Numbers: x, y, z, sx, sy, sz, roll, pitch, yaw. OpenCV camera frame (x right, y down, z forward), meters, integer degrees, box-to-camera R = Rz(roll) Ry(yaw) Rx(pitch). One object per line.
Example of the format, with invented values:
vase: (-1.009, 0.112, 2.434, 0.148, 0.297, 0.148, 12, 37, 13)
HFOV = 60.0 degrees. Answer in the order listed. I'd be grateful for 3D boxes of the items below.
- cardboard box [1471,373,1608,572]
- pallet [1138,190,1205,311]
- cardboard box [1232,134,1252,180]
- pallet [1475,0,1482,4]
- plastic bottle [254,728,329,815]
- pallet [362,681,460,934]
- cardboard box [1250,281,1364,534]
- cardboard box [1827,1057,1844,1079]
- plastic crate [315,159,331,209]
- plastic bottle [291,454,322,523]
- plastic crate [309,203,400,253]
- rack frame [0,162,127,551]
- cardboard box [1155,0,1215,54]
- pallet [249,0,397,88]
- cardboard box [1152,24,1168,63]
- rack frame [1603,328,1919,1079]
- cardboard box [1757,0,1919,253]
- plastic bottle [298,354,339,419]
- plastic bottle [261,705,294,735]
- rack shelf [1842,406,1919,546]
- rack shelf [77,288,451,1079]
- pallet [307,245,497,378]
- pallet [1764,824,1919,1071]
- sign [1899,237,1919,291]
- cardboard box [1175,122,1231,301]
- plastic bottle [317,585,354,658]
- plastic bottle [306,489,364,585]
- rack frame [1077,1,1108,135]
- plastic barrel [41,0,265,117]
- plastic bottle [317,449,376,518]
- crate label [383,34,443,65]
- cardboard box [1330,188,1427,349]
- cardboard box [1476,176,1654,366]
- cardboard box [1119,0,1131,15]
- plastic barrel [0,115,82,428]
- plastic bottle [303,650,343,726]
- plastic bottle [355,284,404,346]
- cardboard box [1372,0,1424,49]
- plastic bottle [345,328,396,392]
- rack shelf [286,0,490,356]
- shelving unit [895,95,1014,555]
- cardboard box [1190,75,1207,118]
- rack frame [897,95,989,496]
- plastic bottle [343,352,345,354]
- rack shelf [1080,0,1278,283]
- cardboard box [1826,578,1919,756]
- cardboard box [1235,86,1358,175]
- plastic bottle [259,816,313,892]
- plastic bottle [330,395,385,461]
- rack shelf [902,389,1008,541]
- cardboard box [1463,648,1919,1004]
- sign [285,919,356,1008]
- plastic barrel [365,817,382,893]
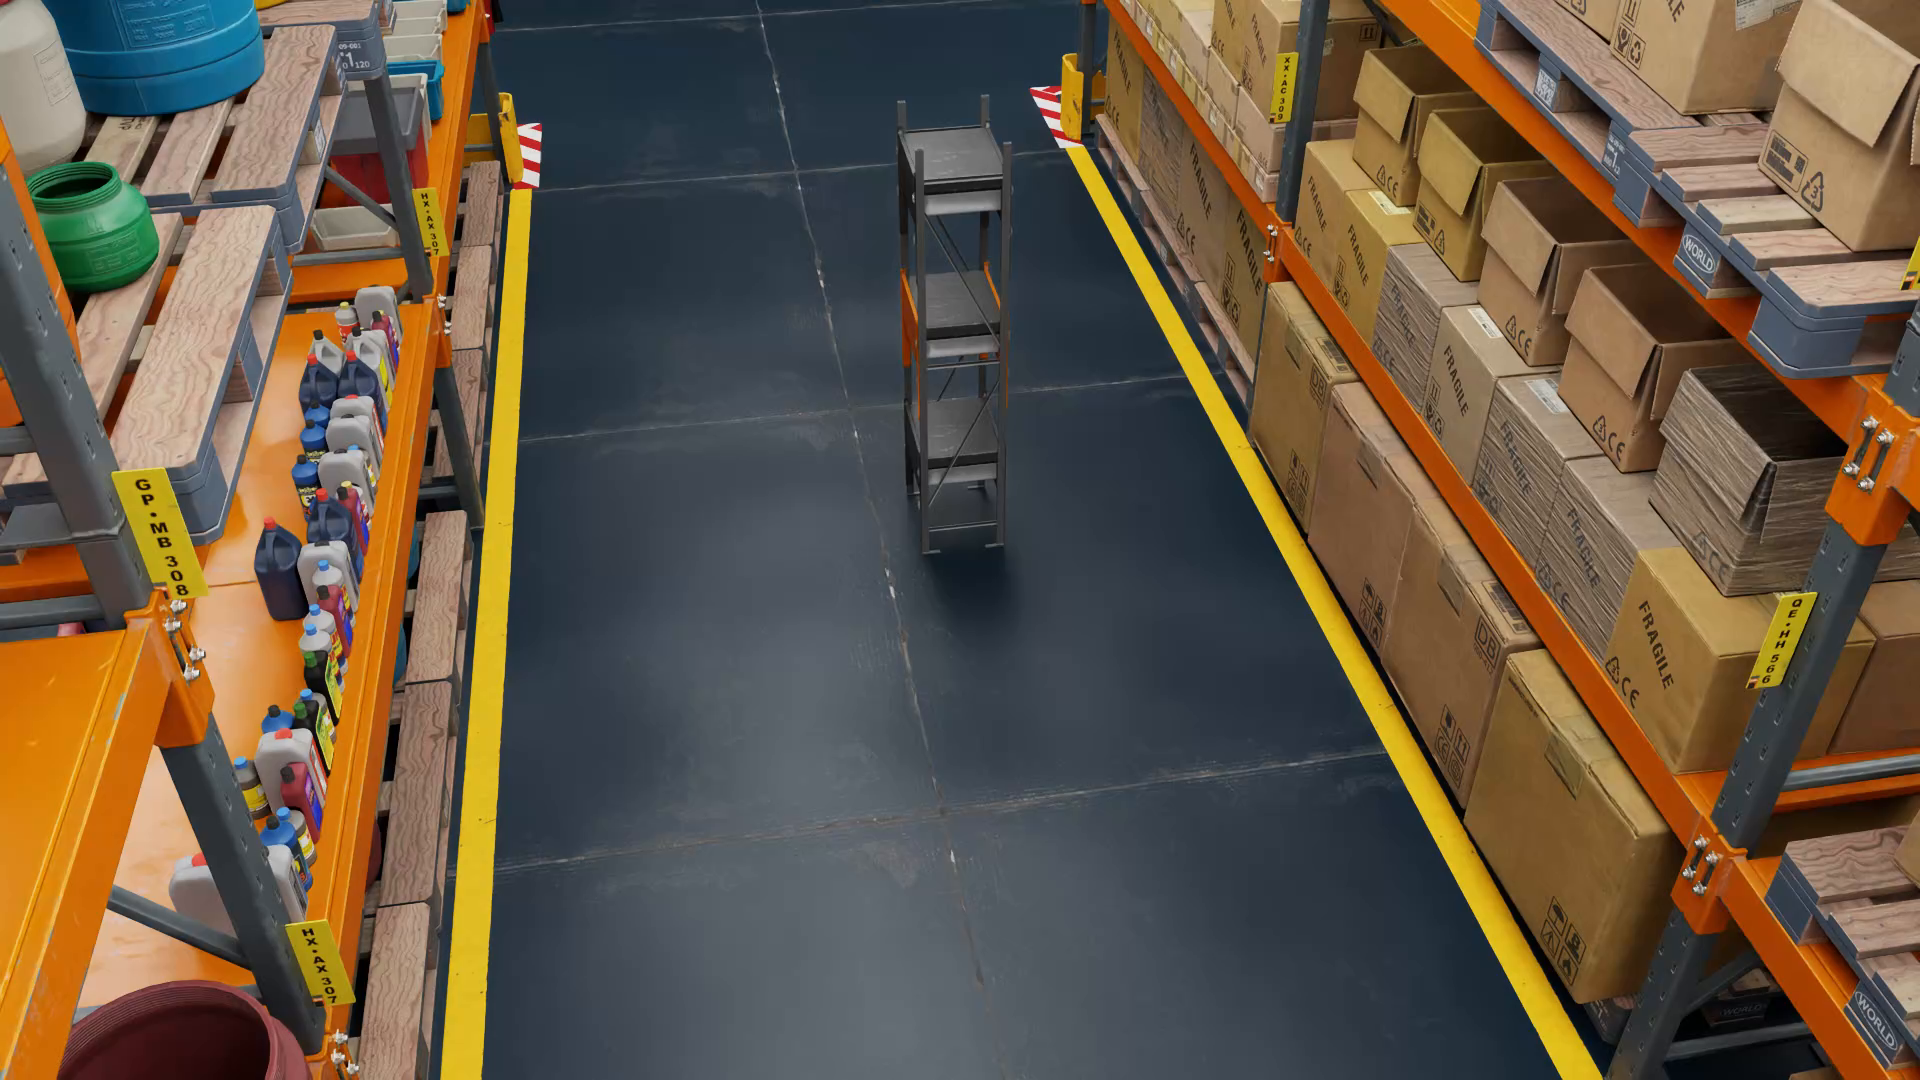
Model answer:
cardboard box: (2.219, -0.260, 5.959, 0.500, 0.500, 0.500, -7, 38, -9)
pallet: (1.750, -1.855, 10.366, 1.003, 0.211, 1.213, -6, 38, -8)
cardboard box: (1.602, -1.956, 8.427, 0.380, 0.149, 0.250, -6, 38, -7)
pallet: (2.233, -2.311, 6.390, 0.805, 0.209, 1.217, -8, 39, -10)
plastic bottle: (-1.990, 0.672, 4.941, 0.152, 0.276, 0.135, -6, 38, -8)
pallet: (-2.541, 1.093, 6.572, 1.003, 0.211, 1.213, -6, 38, -8)
cardboard box: (2.156, -0.693, 7.986, 1.225, 0.875, 0.875, -6, 38, -8)
cardboard box: (2.872, 1.584, 4.733, 0.500, 0.250, 0.500, -5, 38, -6)
plastic crate: (-3.313, -1.780, 8.171, 0.437, 0.125, 0.590, -6, 38, -8)
plastic bottle: (-2.368, -0.192, 6.057, 0.097, 0.271, 0.097, 0, 38, 0)
plastic crate: (-2.793, -1.434, 7.716, 0.396, 0.136, 0.243, -6, 38, -8)
rack frame: (-2.151, -1.171, 2.322, 1.000, 3.000, 0.127, -6, 38, -8)
cardboard box: (1.420, -2.974, 9.413, 0.500, 0.250, 0.500, -7, 38, -9)
pallet: (-2.619, -1.865, 5.814, 1.213, 0.211, 1.003, -6, 38, -8)
cardboard box: (1.331, -2.888, 9.628, 0.380, 0.149, 0.250, -7, 38, -9)
rack frame: (2.725, 0.666, 4.848, 1.000, 3.000, 0.127, -6, 38, -8)
cardboard box: (2.547, -1.086, 4.232, 0.797, 0.503, 0.637, -4, 38, -5)
plastic bottle: (-2.479, -0.551, 6.454, 0.144, 0.351, 0.185, -6, 38, -8)
plastic bottle: (-2.043, 0.607, 5.028, 0.097, 0.271, 0.097, 0, 38, 0)
rack shelf: (3.076, 0.973, 2.594, 1.077, 0.370, 4.000, -6, 38, -8)
rack shelf: (-2.502, 0.274, 5.938, 1.077, 0.370, 4.000, -6, 38, -8)
pallet: (-3.237, -1.295, 9.645, 1.003, 0.211, 1.213, -6, 38, -8)
pallet: (2.955, 1.160, 4.368, 1.213, 0.211, 1.003, -6, 38, -8)
sign: (2.177, -0.700, 3.674, 0.100, 0.325, 0.005, -6, 38, -8)
cardboard box: (1.829, -2.028, 9.705, 0.875, 0.875, 0.875, -6, 38, -8)
plastic bottle: (-2.066, 0.245, 5.484, 0.061, 0.283, 0.133, -6, 38, -8)
plastic bottle: (-2.176, -0.013, 5.762, 0.144, 0.351, 0.185, -6, 38, -8)
rack frame: (1.323, -4.166, 11.068, 1.000, 3.000, 0.127, -6, 38, -8)
plastic barrel: (-2.403, -1.752, 4.764, 0.600, 0.901, 0.708, -6, 38, -8)
plastic bottle: (-2.248, -0.219, 6.088, 0.152, 0.276, 0.135, -6, 38, -8)
crate label: (-3.123, -2.738, 9.395, 0.396, 0.136, 0.243, -6, 38, -8)
cardboard box: (1.947, -1.182, 7.144, 0.500, 0.500, 0.500, -6, 38, -8)
cardboard box: (2.377, -1.012, 6.108, 0.797, 0.503, 0.637, -5, 38, -6)
cardboard box: (1.198, -3.350, 10.222, 0.380, 0.149, 0.250, -7, 38, -9)
plastic barrel: (-2.248, -0.665, 3.423, 0.600, 0.830, 0.708, -6, 38, -8)
plastic bottle: (-2.009, 0.444, 5.229, 0.061, 0.283, 0.133, -6, 38, -8)
plastic bottle: (-2.465, -0.965, 7.049, 0.152, 0.276, 0.135, -6, 38, -8)
cardboard box: (2.192, -2.422, 8.090, 0.500, 0.500, 0.500, -6, 38, -8)
plastic bottle: (-2.401, -0.745, 6.765, 0.152, 0.276, 0.135, -6, 38, -8)
rack shelf: (-3.203, -2.142, 9.048, 1.077, 0.370, 4.000, -6, 38, -8)
shelving unit: (-0.029, -0.929, 7.634, 0.431, 2.100, 0.503, -6, 38, -8)
cardboard box: (1.467, -2.422, 9.027, 0.380, 0.149, 0.250, -6, 38, -7)
rack frame: (-0.072, -1.077, 7.824, 0.400, 2.100, 0.015, -6, 38, -8)
plastic bottle: (-2.521, -0.691, 6.756, 0.097, 0.201, 0.097, 0, 38, 0)
rack shelf: (1.673, -2.674, 9.734, 1.077, 0.370, 4.000, -6, 38, -8)
cardboard box: (2.908, 0.303, 5.233, 0.500, 0.500, 0.500, -5, 38, -7)
cardboard box: (1.688, -2.047, 8.220, 0.500, 0.250, 0.500, -7, 38, -9)
plastic bottle: (-1.902, 0.880, 4.677, 0.097, 0.271, 0.097, 0, 38, 0)
plastic bottle: (-2.313, -0.440, 6.373, 0.152, 0.276, 0.135, -6, 38, -8)
rack shelf: (-0.029, -0.366, 8.072, 0.431, 0.518, 0.480, -6, 38, -8)
cardboard box: (2.625, 0.920, 5.911, 1.225, 0.875, 0.875, -8, 39, -10)
sign: (-1.611, 1.071, 4.194, 0.100, 0.325, 0.005, -6, 38, -8)
plastic barrel: (-2.452, 1.009, 6.029, 0.600, 0.588, 0.708, -6, 38, -8)
